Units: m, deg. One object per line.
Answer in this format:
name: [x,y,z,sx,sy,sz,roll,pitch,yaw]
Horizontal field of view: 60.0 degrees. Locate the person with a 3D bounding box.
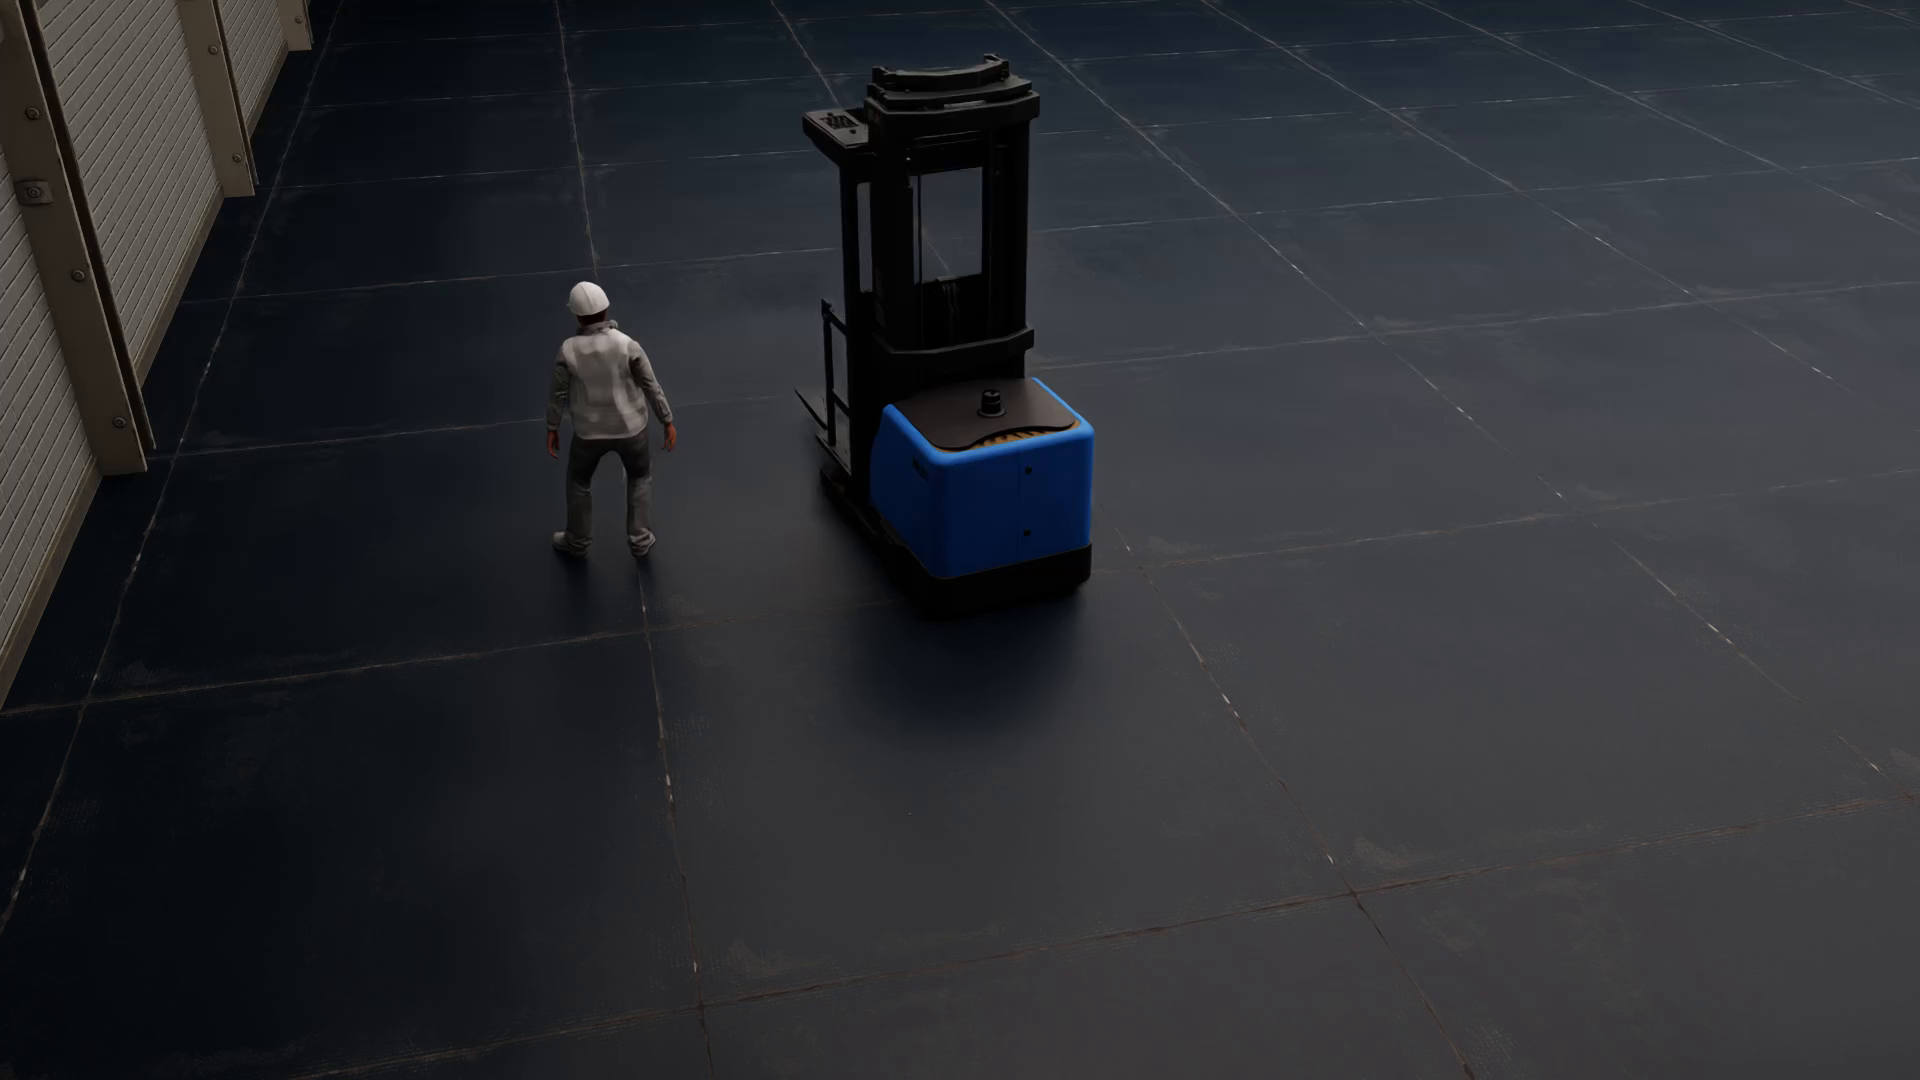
person: [-2.114,-0.694,9.889,0.844,1.736,0.435,-3,30,-5]

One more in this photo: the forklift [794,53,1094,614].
forklift: [-0.274,-1.559,10.268,1.130,2.935,3.031,-12,32,-20]
